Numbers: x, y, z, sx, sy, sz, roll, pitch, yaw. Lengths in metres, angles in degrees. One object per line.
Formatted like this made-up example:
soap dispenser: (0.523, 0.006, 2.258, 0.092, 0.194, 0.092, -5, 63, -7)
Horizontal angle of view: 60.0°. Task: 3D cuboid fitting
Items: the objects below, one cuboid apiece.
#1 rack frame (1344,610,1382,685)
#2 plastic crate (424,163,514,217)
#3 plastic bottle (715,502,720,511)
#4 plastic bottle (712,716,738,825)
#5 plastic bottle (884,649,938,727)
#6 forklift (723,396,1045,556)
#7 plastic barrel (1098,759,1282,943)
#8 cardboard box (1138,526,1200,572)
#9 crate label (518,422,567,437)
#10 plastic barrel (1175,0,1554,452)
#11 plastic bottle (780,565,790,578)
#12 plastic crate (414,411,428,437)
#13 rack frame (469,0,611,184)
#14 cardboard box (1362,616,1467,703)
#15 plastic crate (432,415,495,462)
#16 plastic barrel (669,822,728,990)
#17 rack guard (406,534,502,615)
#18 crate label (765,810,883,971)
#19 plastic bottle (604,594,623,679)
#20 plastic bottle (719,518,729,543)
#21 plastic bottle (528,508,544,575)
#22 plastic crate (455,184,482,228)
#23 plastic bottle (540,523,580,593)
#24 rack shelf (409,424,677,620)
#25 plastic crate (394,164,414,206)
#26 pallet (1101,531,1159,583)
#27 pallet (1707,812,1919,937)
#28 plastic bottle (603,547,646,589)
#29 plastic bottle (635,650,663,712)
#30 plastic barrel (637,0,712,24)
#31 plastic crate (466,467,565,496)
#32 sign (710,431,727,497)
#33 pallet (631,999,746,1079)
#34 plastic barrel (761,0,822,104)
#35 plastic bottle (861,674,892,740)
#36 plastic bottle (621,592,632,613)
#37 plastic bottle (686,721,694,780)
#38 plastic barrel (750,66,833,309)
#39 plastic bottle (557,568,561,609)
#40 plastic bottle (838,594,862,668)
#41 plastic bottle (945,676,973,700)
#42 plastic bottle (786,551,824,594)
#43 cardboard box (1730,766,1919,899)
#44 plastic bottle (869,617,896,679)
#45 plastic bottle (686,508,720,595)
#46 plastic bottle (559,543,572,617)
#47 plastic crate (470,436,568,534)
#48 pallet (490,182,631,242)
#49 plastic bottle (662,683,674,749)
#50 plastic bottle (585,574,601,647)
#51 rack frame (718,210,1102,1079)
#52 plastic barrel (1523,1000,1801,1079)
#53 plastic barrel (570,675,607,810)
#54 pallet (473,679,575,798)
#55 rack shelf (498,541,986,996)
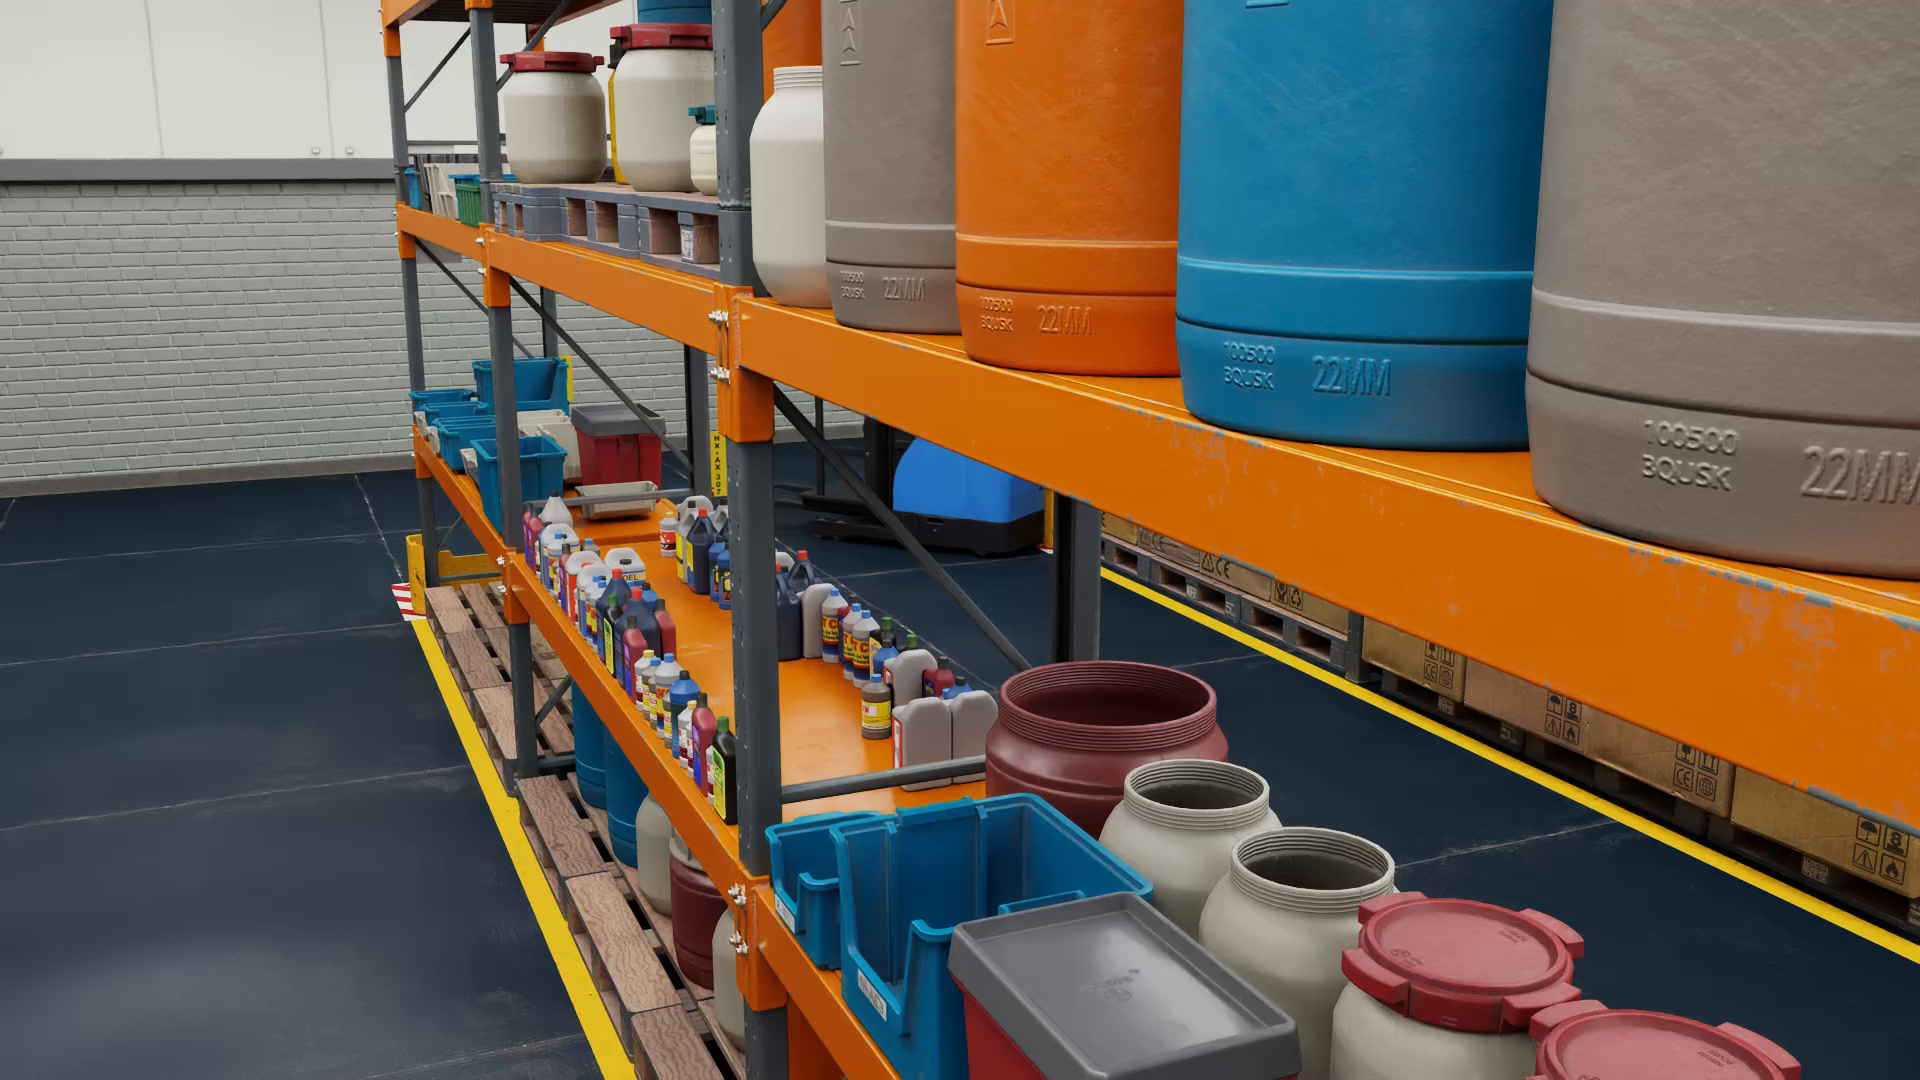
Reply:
rack frame: (2.836, -0.639, 9.979, 1.000, 3.000, 0.127, -6, 14, -23)
plastic crate: (-2.700, -1.936, 9.193, 0.437, 0.282, 0.530, -6, 14, -23)
plastic bottle: (-1.114, -0.039, 7.645, 0.061, 0.283, 0.133, -6, 14, -23)
plastic bottle: (-0.653, 0.646, 4.683, 0.061, 0.283, 0.133, -6, 14, -23)
plastic bottle: (-0.163, 0.481, 5.415, 0.152, 0.276, 0.135, -6, 14, -23)
forklift: (-0.687, -1.520, 13.935, 3.031, 2.935, 1.130, 7, 15, 29)
plastic barrel: (0.508, 0.773, 3.628, 0.421, 0.512, 0.421, 0, 13, 0)
cardboard box: (1.928, -0.322, 12.389, 0.875, 0.875, 0.875, -6, 14, -23)
crate label: (-2.575, -0.650, 10.479, 0.396, 0.136, 0.243, -6, 14, -23)
plastic barrel: (0.576, -0.600, 2.047, 0.600, 0.901, 0.708, -6, 14, -23)
plastic bottle: (-0.684, 0.233, 6.496, 0.097, 0.271, 0.097, 0, 13, 0)
plastic crate: (-3.455, -0.764, 10.972, 0.250, 0.136, 0.298, -6, 14, -23)
rack frame: (-1.702, -3.114, 7.369, 1.000, 3.000, 0.127, -6, 14, -23)
cardboard box: (3.111, 0.322, 9.607, 1.225, 0.875, 0.875, -6, 14, -23)
plastic crate: (-2.980, -0.613, 10.104, 0.416, 0.233, 0.300, -6, 14, -23)
plastic barrel: (-0.764, 1.272, 6.138, 0.600, 0.588, 0.708, -6, 14, -23)
rack guard: (-3.326, 0.196, 11.915, 1.175, 0.500, 0.348, -6, 14, -23)
crate label: (-0.275, 0.837, 3.972, 0.303, 0.233, 0.416, -6, 14, -23)
plastic bottle: (-1.238, 0.345, 5.987, 0.061, 0.283, 0.133, -6, 14, -23)
plastic bottle: (-0.960, 0.031, 7.194, 0.144, 0.351, 0.185, -6, 14, -23)
plastic bottle: (-1.893, 0.007, 7.446, 0.061, 0.283, 0.133, -6, 14, -23)
plastic crate: (-2.149, -1.610, 7.992, 0.450, 0.188, 0.662, -6, 14, -23)
plastic bottle: (-1.719, 0.074, 7.171, 0.152, 0.276, 0.135, -6, 14, -23)
rack shelf: (-2.504, -0.254, 9.912, 1.077, 0.370, 4.000, -6, 14, -23)
plastic crate: (-3.406, -2.311, 10.841, 0.497, 0.269, 0.590, -6, 14, -23)
pallet: (1.626, 0.051, 13.181, 1.003, 0.211, 1.213, -6, 14, -23)
pallet: (4.191, 1.376, 7.456, 1.003, 0.211, 1.213, -6, 14, -23)
plastic bottle: (-1.356, 0.176, 6.731, 0.152, 0.276, 0.135, -6, 14, -23)
plastic bottle: (-1.048, 0.472, 5.617, 0.097, 0.201, 0.097, 0, 13, 0)
plastic barrel: (-0.879, -1.763, 6.140, 0.600, 0.901, 0.708, -6, 14, -23)
plastic crate: (-2.397, -0.294, 8.964, 0.437, 0.125, 0.590, -6, 14, -23)
sign: (-1.198, -0.376, 8.228, 0.100, 0.325, 0.005, -6, 14, -23)
pallet: (-0.454, 1.834, 5.477, 1.003, 0.211, 1.213, -6, 14, -23)
plastic barrel: (-0.325, -1.358, 4.549, 0.600, 0.830, 0.708, -6, 14, -23)
plastic bottle: (-0.269, 0.532, 5.358, 0.097, 0.201, 0.097, 0, 13, 0)
plastic bottle: (-1.183, 0.339, 6.011, 0.061, 0.283, 0.133, -6, 14, -23)
plastic bottle: (-0.775, 0.613, 5.008, 0.097, 0.201, 0.097, 0, 13, 0)
plastic barrel: (-0.256, -0.789, 3.727, 0.421, 0.512, 0.421, 0, 13, 0)
plastic bottle: (-1.620, 0.177, 6.892, 0.097, 0.201, 0.097, 0, 13, 0)
plastic bottle: (-0.398, 0.330, 6.050, 0.061, 0.283, 0.133, -6, 14, -23)
plastic bottle: (0.001, 0.552, 5.116, 0.097, 0.271, 0.097, 0, 13, 0)
plastic bottle: (-0.593, 0.220, 6.375, 0.144, 0.351, 0.185, -6, 14, -23)
cardboard box: (4.181, 0.873, 7.224, 1.225, 0.875, 0.875, -6, 14, -26)
plastic bottle: (-0.267, 0.398, 5.757, 0.061, 0.283, 0.133, -6, 14, -23)
plastic bottle: (-1.092, 0.044, 7.137, 0.144, 0.351, 0.185, -6, 14, -23)
plastic bottle: (-1.591, 0.163, 6.772, 0.061, 0.283, 0.133, -6, 14, -23)
plastic crate: (-2.202, -0.279, 8.325, 0.392, 0.384, 0.575, -6, 14, -23)
pallet: (-1.299, -1.408, 7.067, 1.213, 0.211, 1.003, -6, 14, -23)
plastic bottle: (-0.892, 0.553, 5.269, 0.097, 0.201, 0.097, 0, 13, 0)
plastic bottle: (-1.381, 0.267, 6.351, 0.097, 0.271, 0.097, 0, 13, 0)
rack frame: (-0.100, 0.635, 4.475, 1.000, 3.000, 0.127, -6, 14, -23)
plastic barrel: (1.026, 1.026, 2.484, 0.433, 0.535, 0.433, 0, 13, 0)
plastic barrel: (-1.500, 0.740, 7.743, 0.600, 0.901, 0.708, -6, 14, -23)
pallet: (-2.032, 1.018, 9.001, 1.003, 0.211, 1.213, -6, 14, -23)
rack shelf: (-0.901, 0.572, 6.342, 1.077, 0.370, 4.000, -6, 14, -23)
